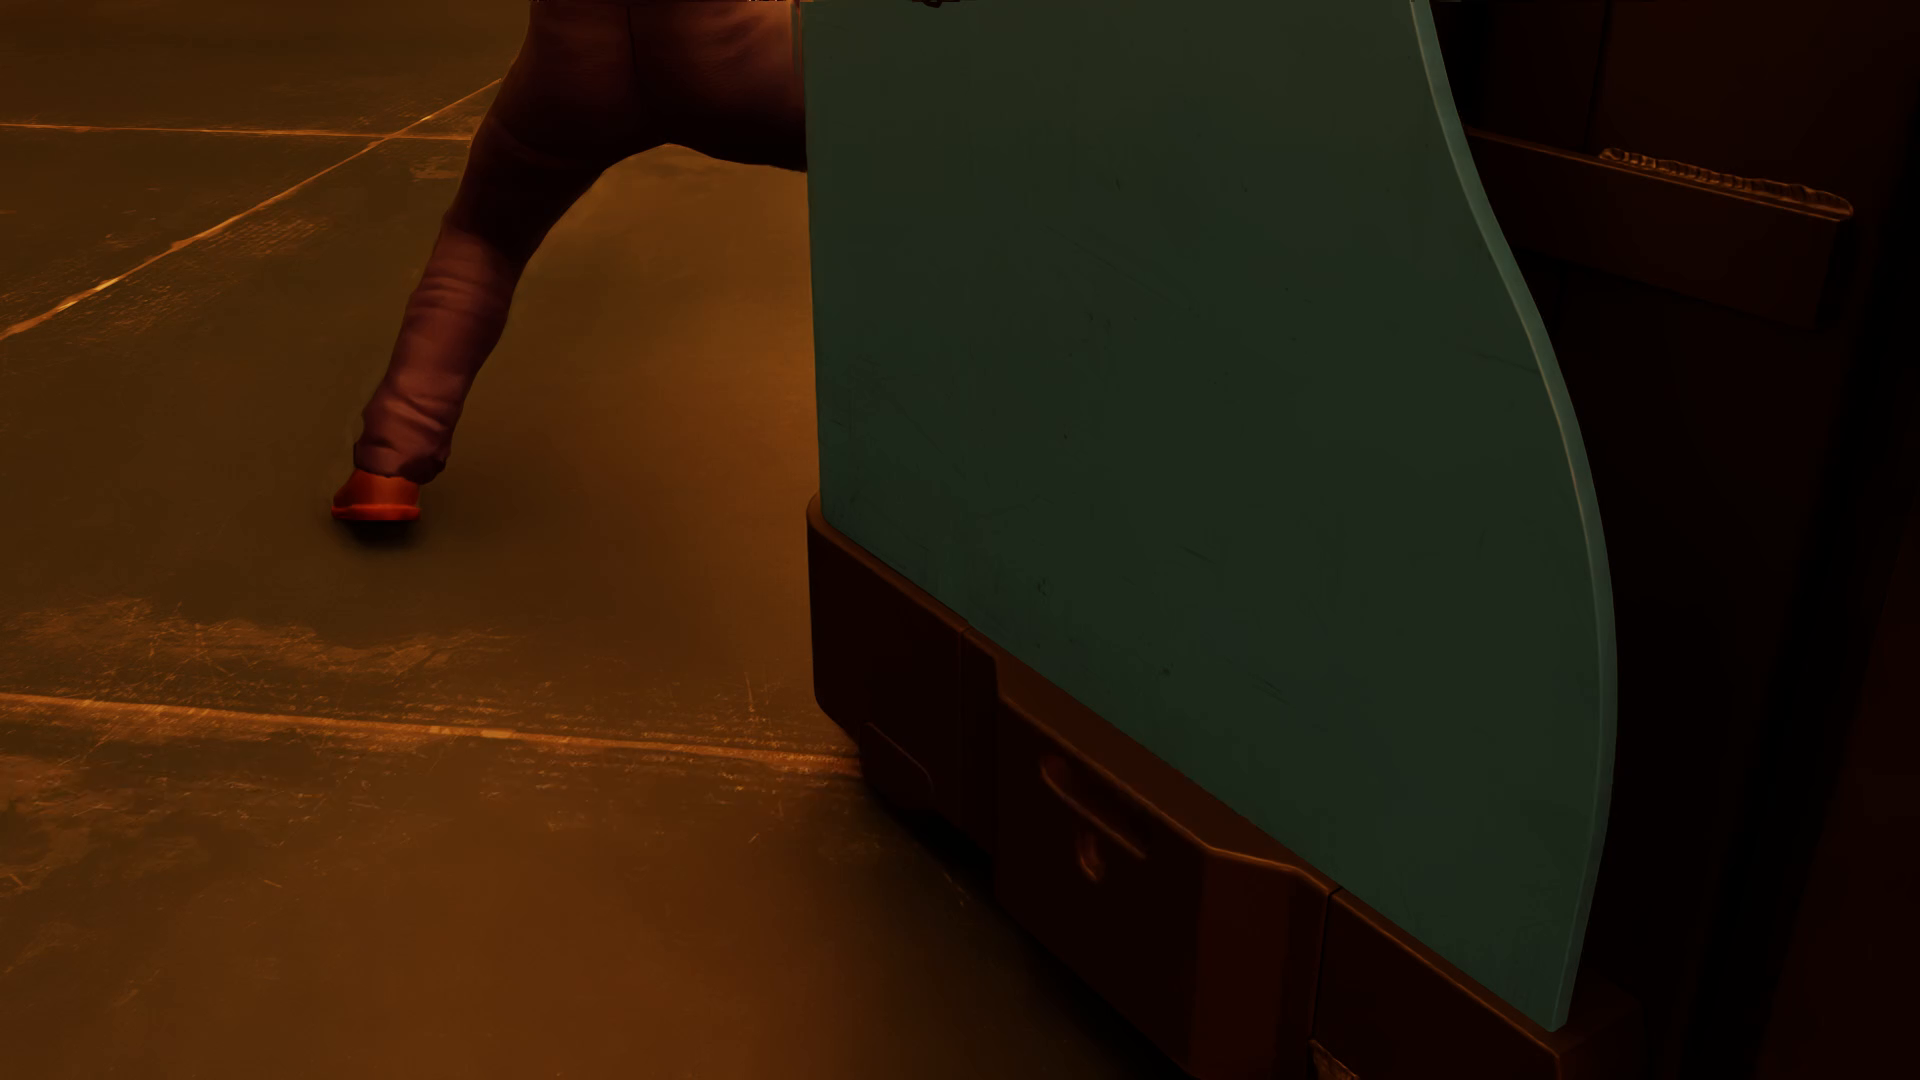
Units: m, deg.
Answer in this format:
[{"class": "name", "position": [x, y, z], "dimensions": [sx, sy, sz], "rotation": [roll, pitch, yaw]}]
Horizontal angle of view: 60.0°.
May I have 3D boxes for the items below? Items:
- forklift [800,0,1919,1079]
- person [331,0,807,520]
[{"class": "forklift", "position": [1.080, -0.661, 0.541], "dimensions": [1.130, 2.935, 3.031], "rotation": [-17, 31, -31]}, {"class": "person", "position": [-0.433, -0.796, 2.494], "dimensions": [1.013, 1.505, 0.941], "rotation": [6, 27, 11]}]
